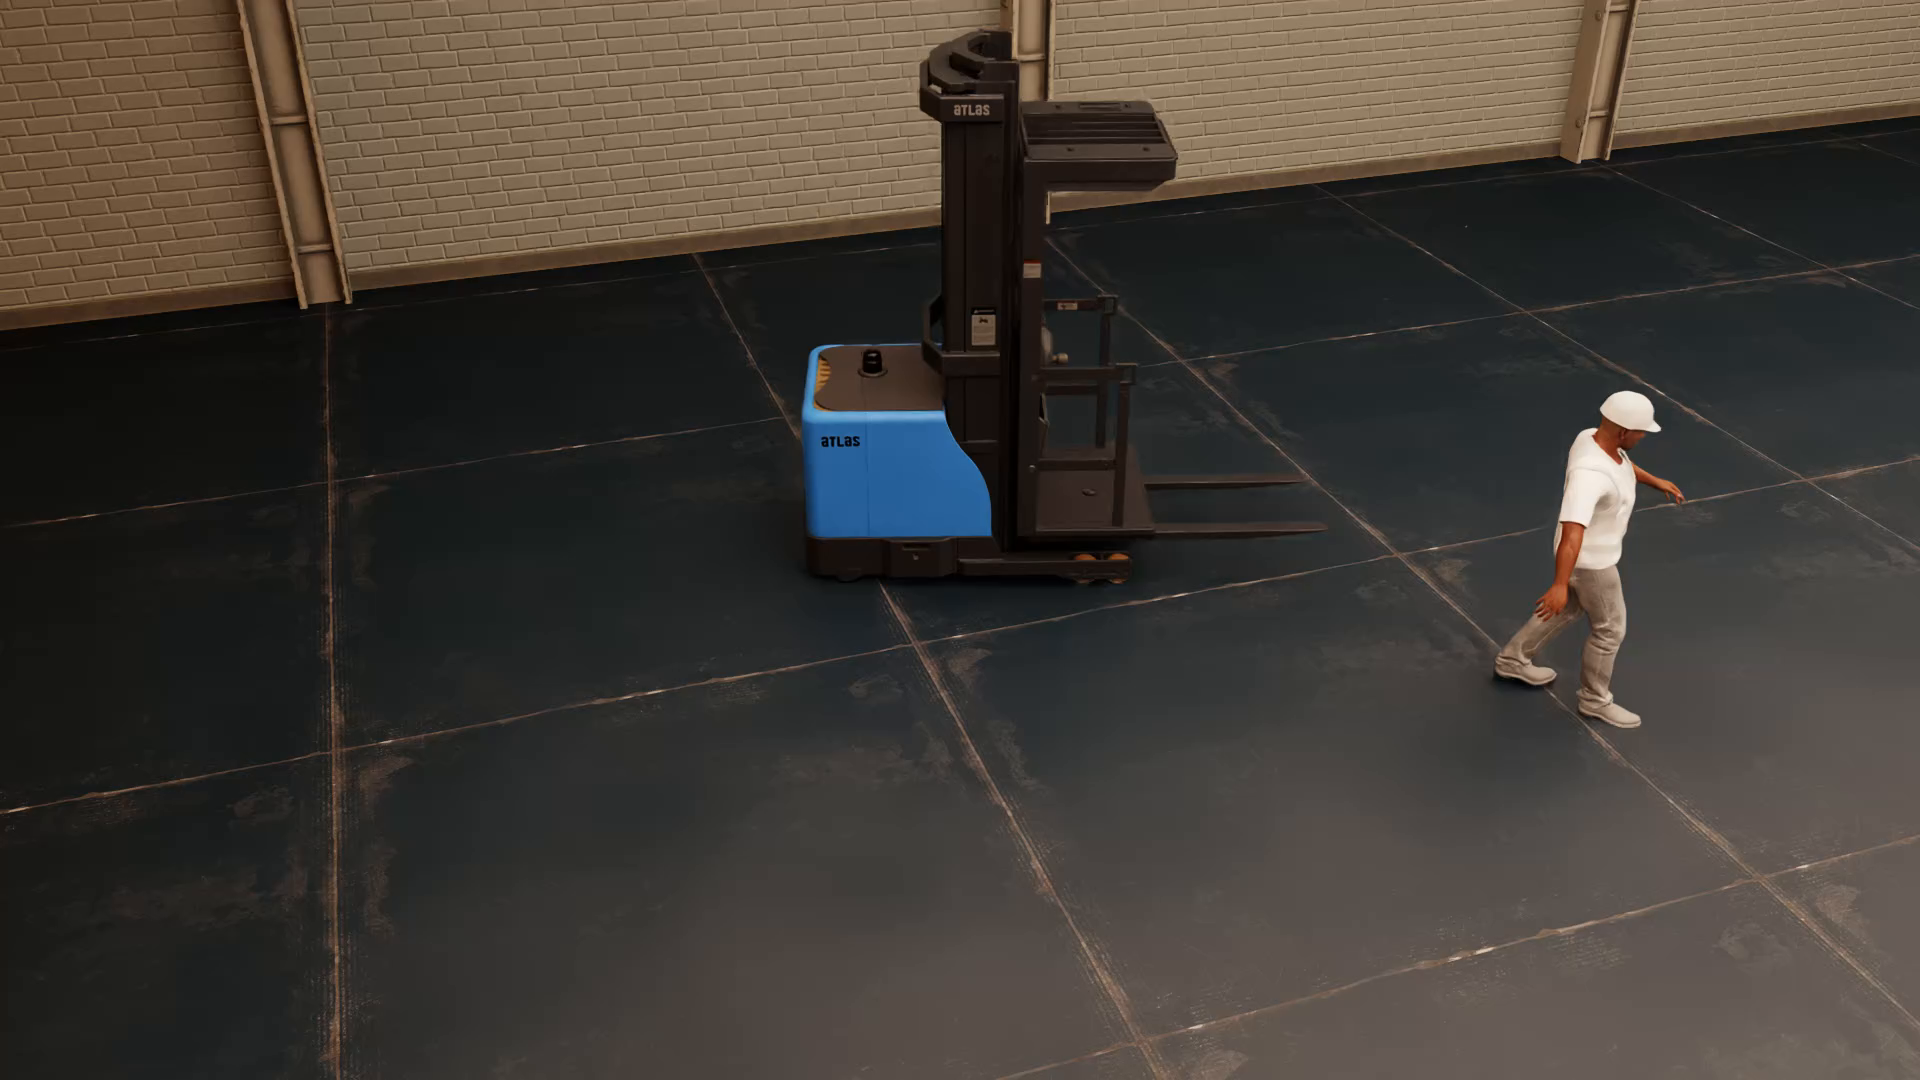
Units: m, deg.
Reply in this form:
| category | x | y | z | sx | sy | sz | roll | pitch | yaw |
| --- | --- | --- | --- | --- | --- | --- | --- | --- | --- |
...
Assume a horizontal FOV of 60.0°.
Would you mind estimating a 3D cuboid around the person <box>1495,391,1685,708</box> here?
| category | x | y | z | sx | sy | sz | roll | pitch | yaw |
| --- | --- | --- | --- | --- | --- | --- | --- | --- | --- |
| person | 3.131 | 0.054 | 8.130 | 0.765 | 1.676 | 1.020 | 10 | 31 | 16 |

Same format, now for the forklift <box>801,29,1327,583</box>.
| category | x | y | z | sx | sy | sz | roll | pitch | yaw |
| --- | --- | --- | --- | --- | --- | --- | --- | --- | --- |
| forklift | 0.616 | -1.286 | 9.321 | 3.031 | 2.935 | 1.130 | -1 | 30 | -1 |
